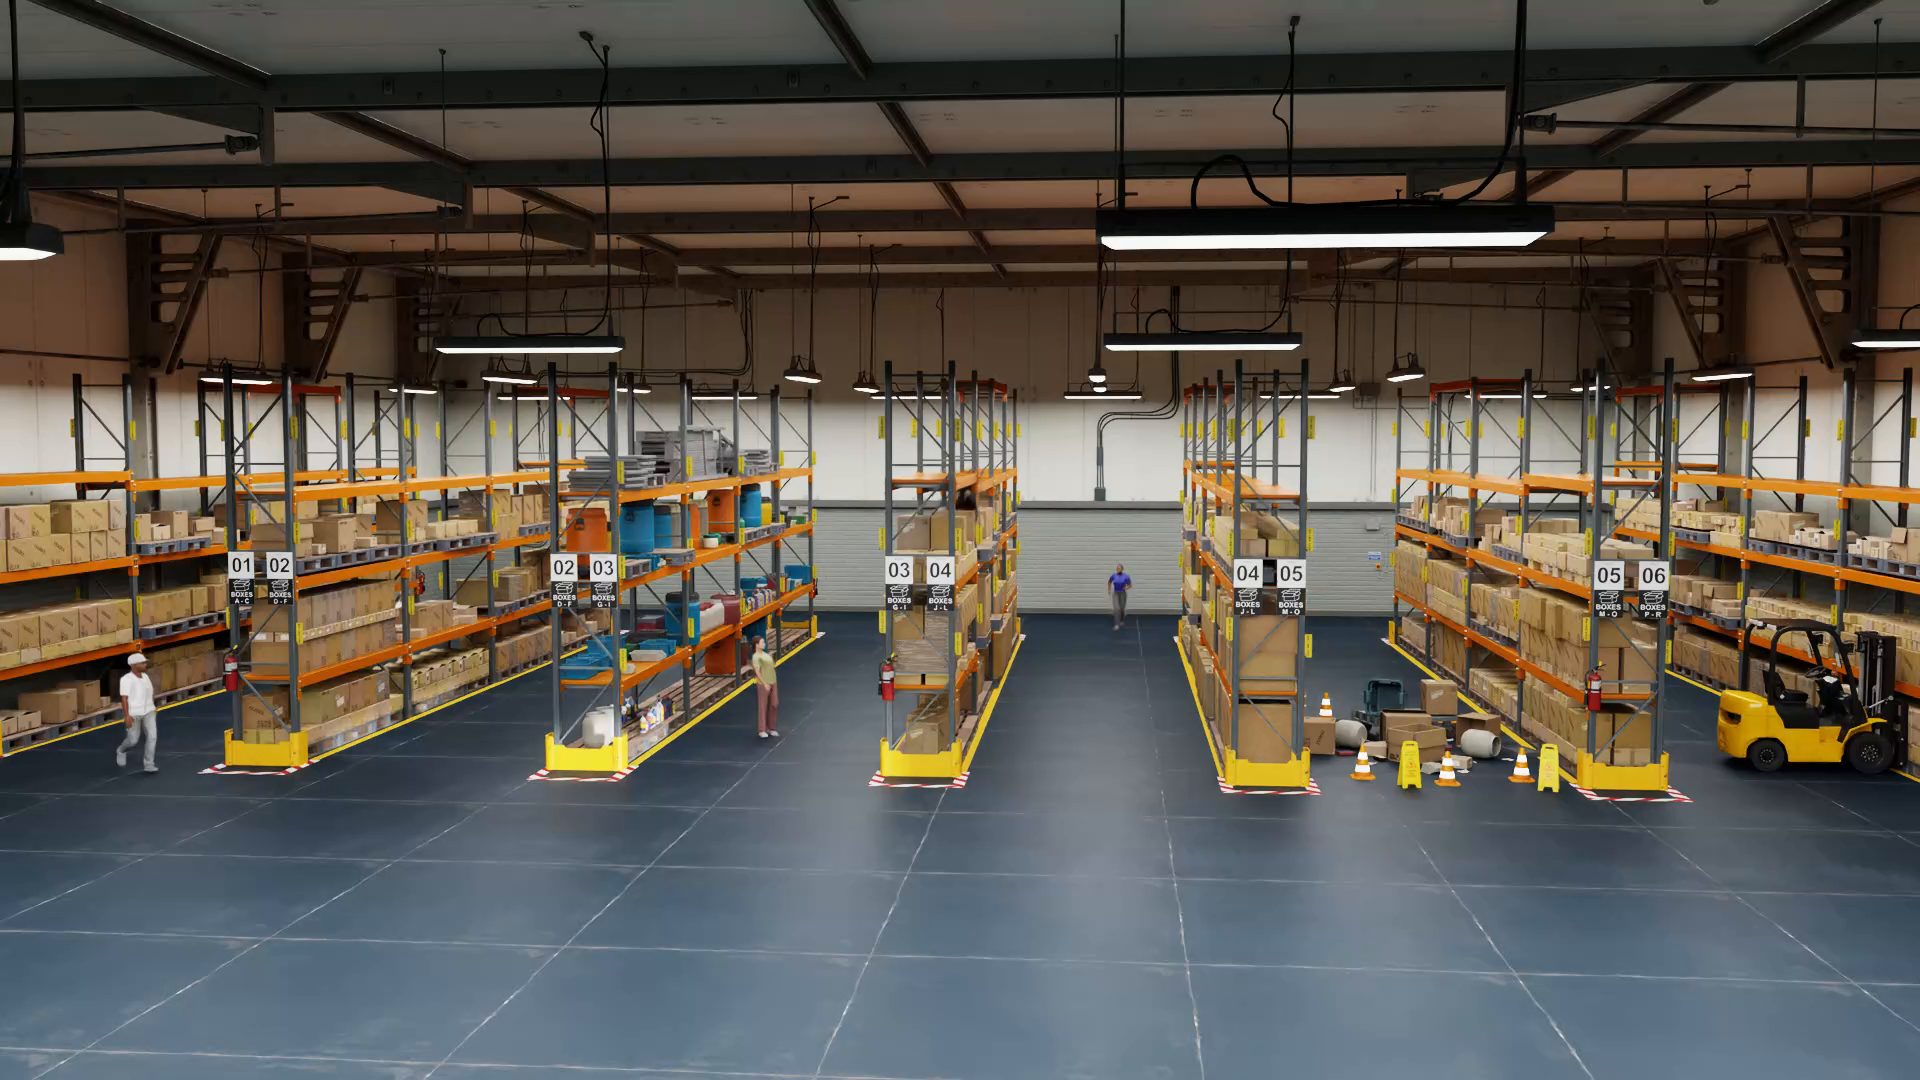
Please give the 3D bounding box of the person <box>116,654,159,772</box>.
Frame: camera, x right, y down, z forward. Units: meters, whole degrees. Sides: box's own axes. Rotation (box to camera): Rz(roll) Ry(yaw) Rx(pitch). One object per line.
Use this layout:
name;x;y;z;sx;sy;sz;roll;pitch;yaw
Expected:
person;-12.071;2.528;24.394;0.742;1.738;0.585;3;5;38

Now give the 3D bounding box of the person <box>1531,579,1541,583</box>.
person;12.780;1.680;37.047;0.504;1.786;0.614;0;4;7

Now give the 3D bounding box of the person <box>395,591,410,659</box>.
person;-11.134;1.898;33.560;0.490;1.773;0.640;0;4;0

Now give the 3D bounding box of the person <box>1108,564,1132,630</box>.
person;4.022;1.420;41.742;0.602;1.596;1.006;0;4;6

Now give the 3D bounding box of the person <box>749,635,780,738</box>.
person;-3.165;2.406;27.198;0.528;1.701;0.539;3;5;40
